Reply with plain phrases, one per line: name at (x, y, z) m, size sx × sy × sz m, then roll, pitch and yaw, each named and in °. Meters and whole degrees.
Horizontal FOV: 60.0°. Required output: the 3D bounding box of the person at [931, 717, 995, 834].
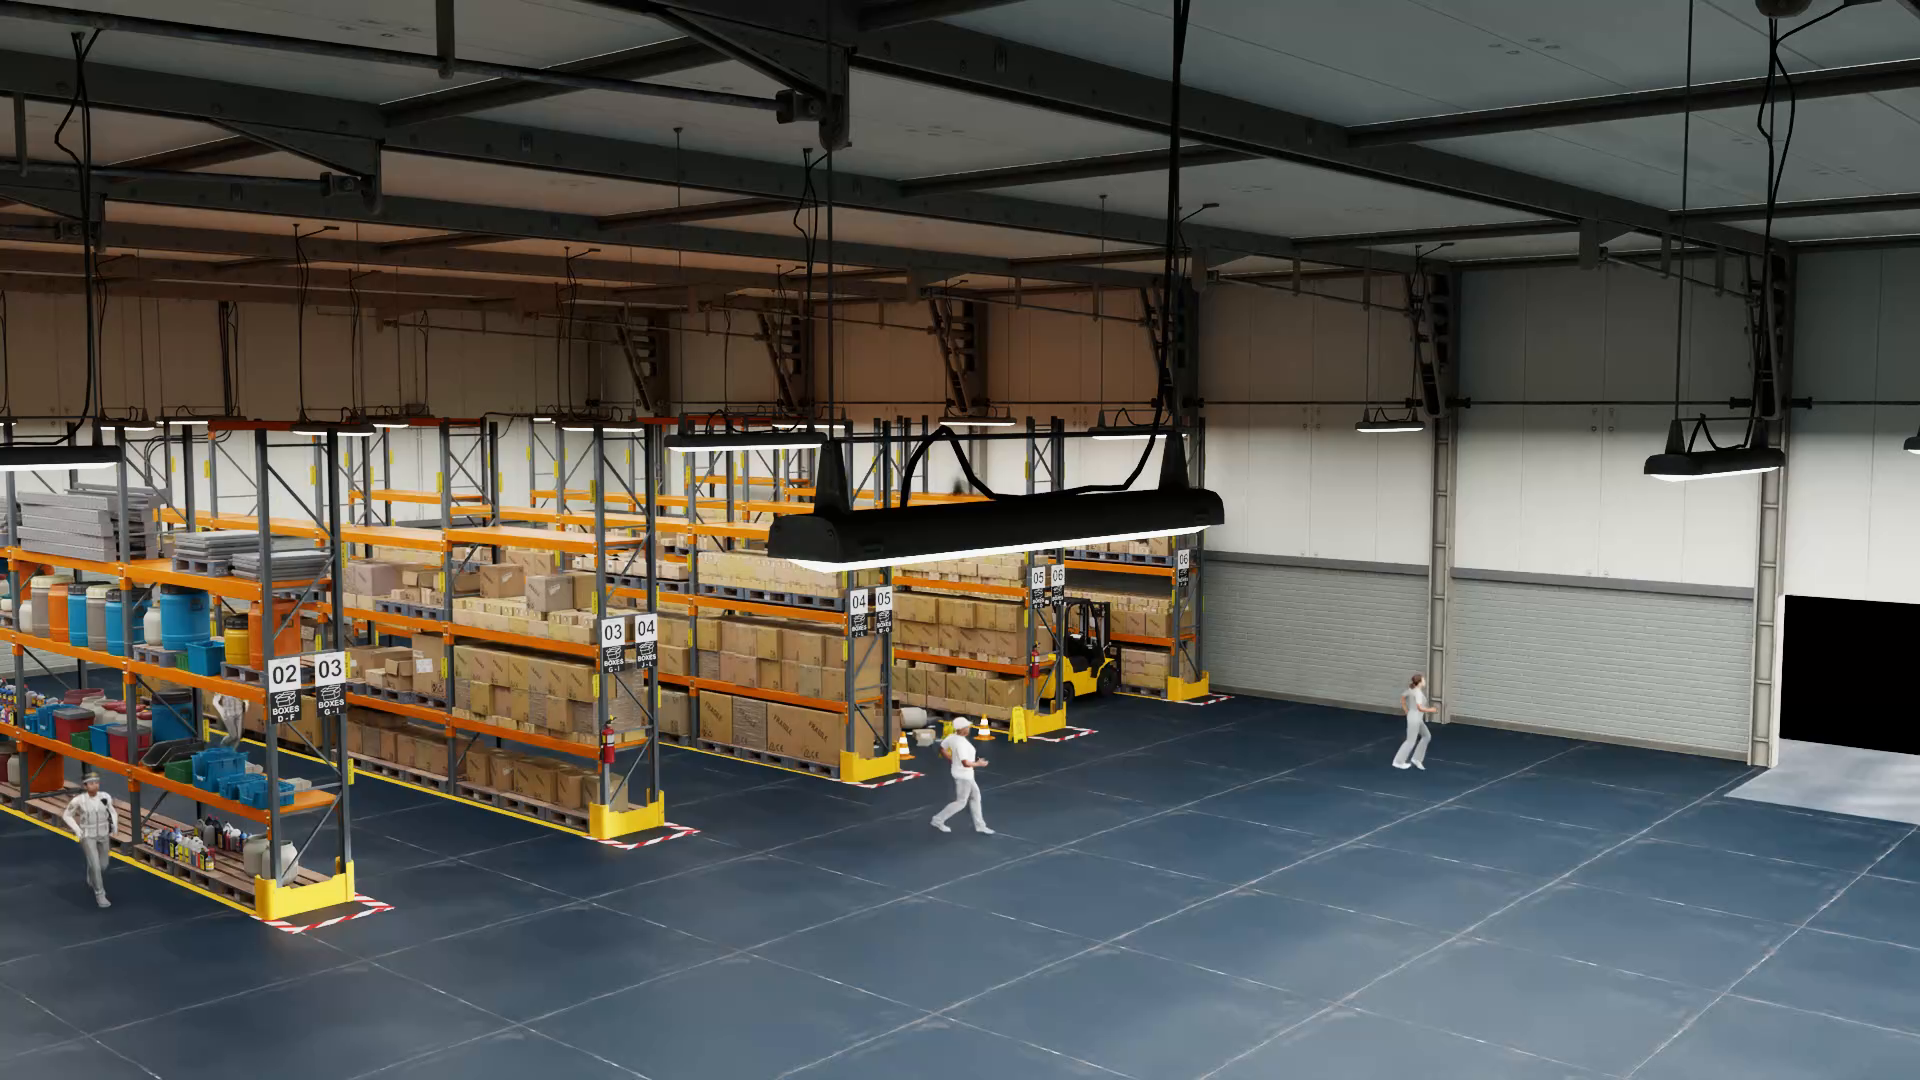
person at (0.041, 3.443, 24.201) m, size 0.979 × 1.765 × 0.711 m, roll -1°, pitch 5°, yaw -12°

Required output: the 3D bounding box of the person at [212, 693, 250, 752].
person at (-12.745, 3.083, 29.192) m, size 0.569 × 1.669 × 0.605 m, roll 5°, pitch 7°, yaw 44°

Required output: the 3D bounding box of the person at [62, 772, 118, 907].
person at (-10.995, 3.759, 21.069) m, size 0.780 × 1.687 × 0.611 m, roll 5°, pitch 7°, yaw 44°

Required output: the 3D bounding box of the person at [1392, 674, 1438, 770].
person at (7.813, 3.138, 28.545) m, size 0.746 × 1.700 × 0.517 m, roll 1°, pitch 5°, yaw 7°

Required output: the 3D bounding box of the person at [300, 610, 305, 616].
person at (-14.854, 2.406, 37.344) m, size 0.710 × 1.656 × 0.520 m, roll -1°, pitch 5°, yaw -8°
